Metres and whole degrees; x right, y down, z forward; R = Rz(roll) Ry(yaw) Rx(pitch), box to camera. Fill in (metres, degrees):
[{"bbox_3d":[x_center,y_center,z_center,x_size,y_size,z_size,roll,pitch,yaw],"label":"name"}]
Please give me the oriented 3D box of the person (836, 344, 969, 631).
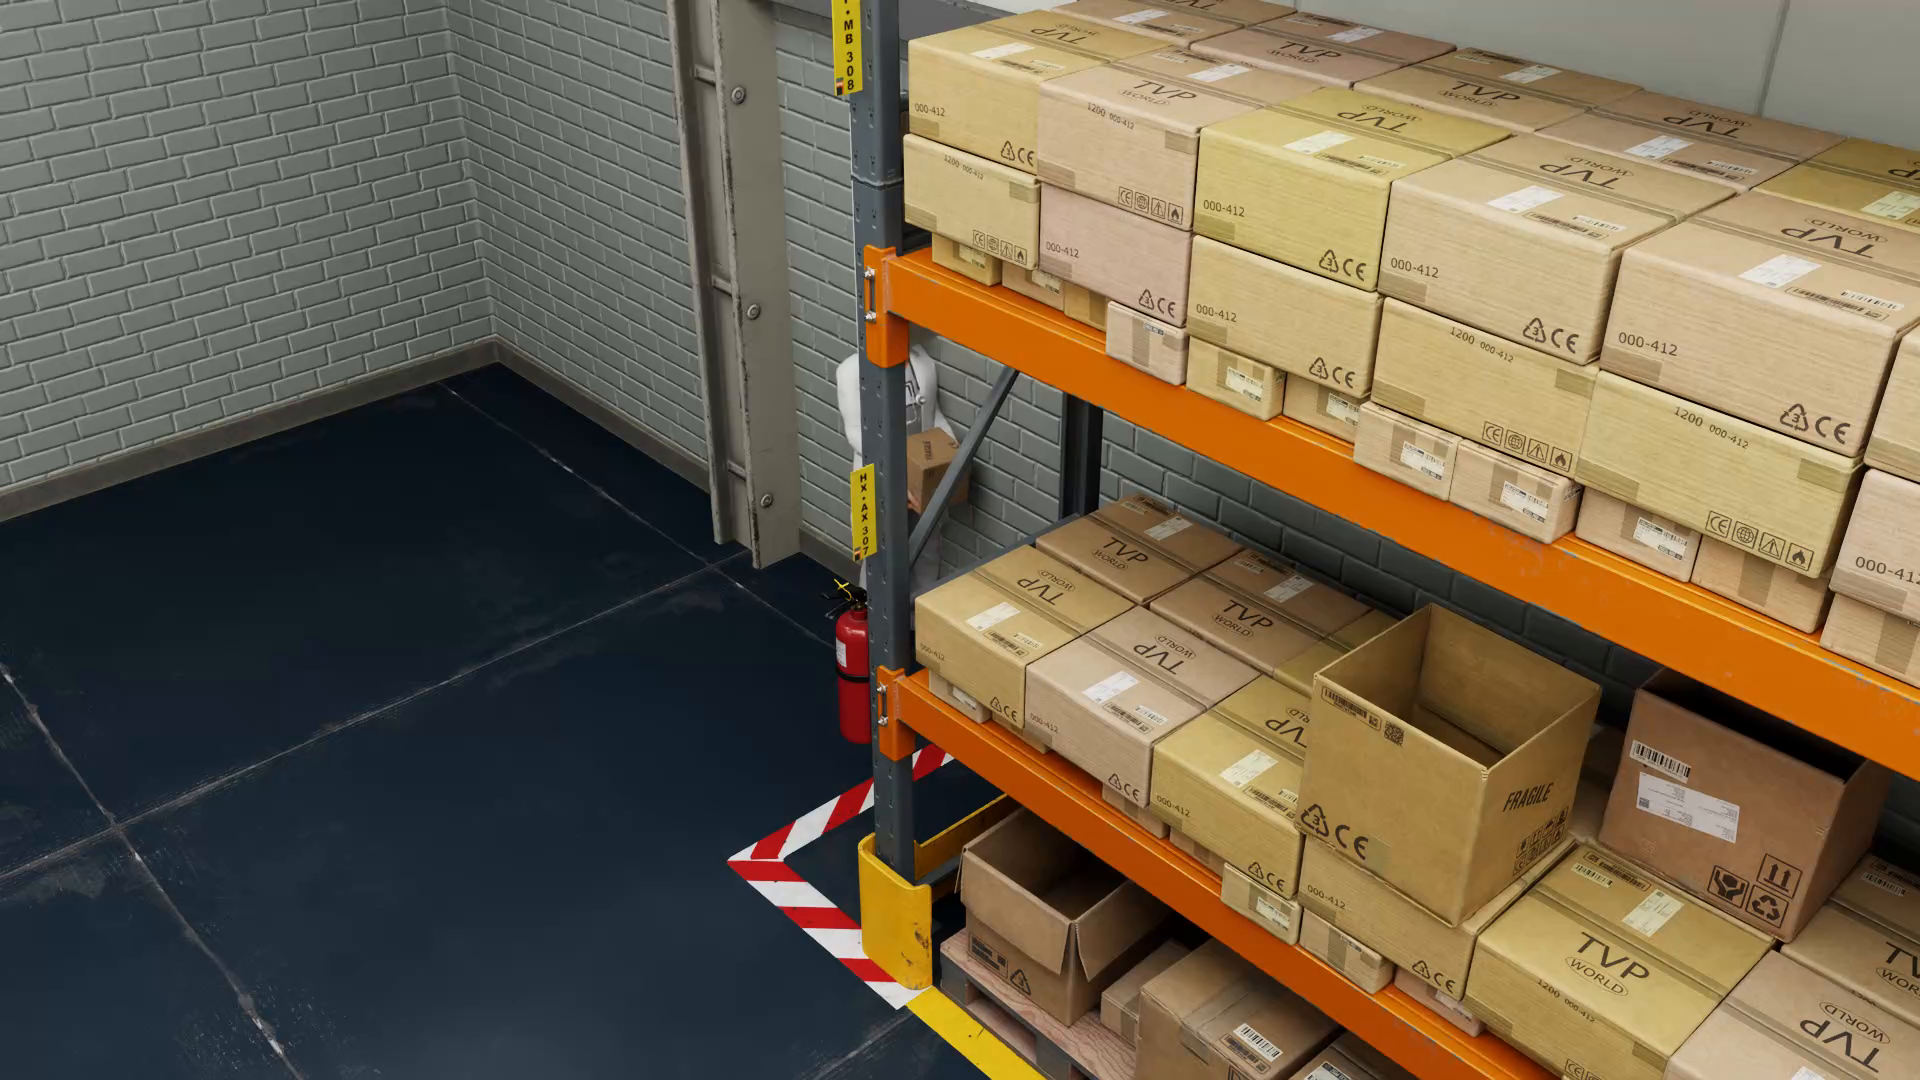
[{"bbox_3d":[-0.228,-0.226,7.527,0.530,1.772,0.557,-20,37,-29],"label":"person"}]
